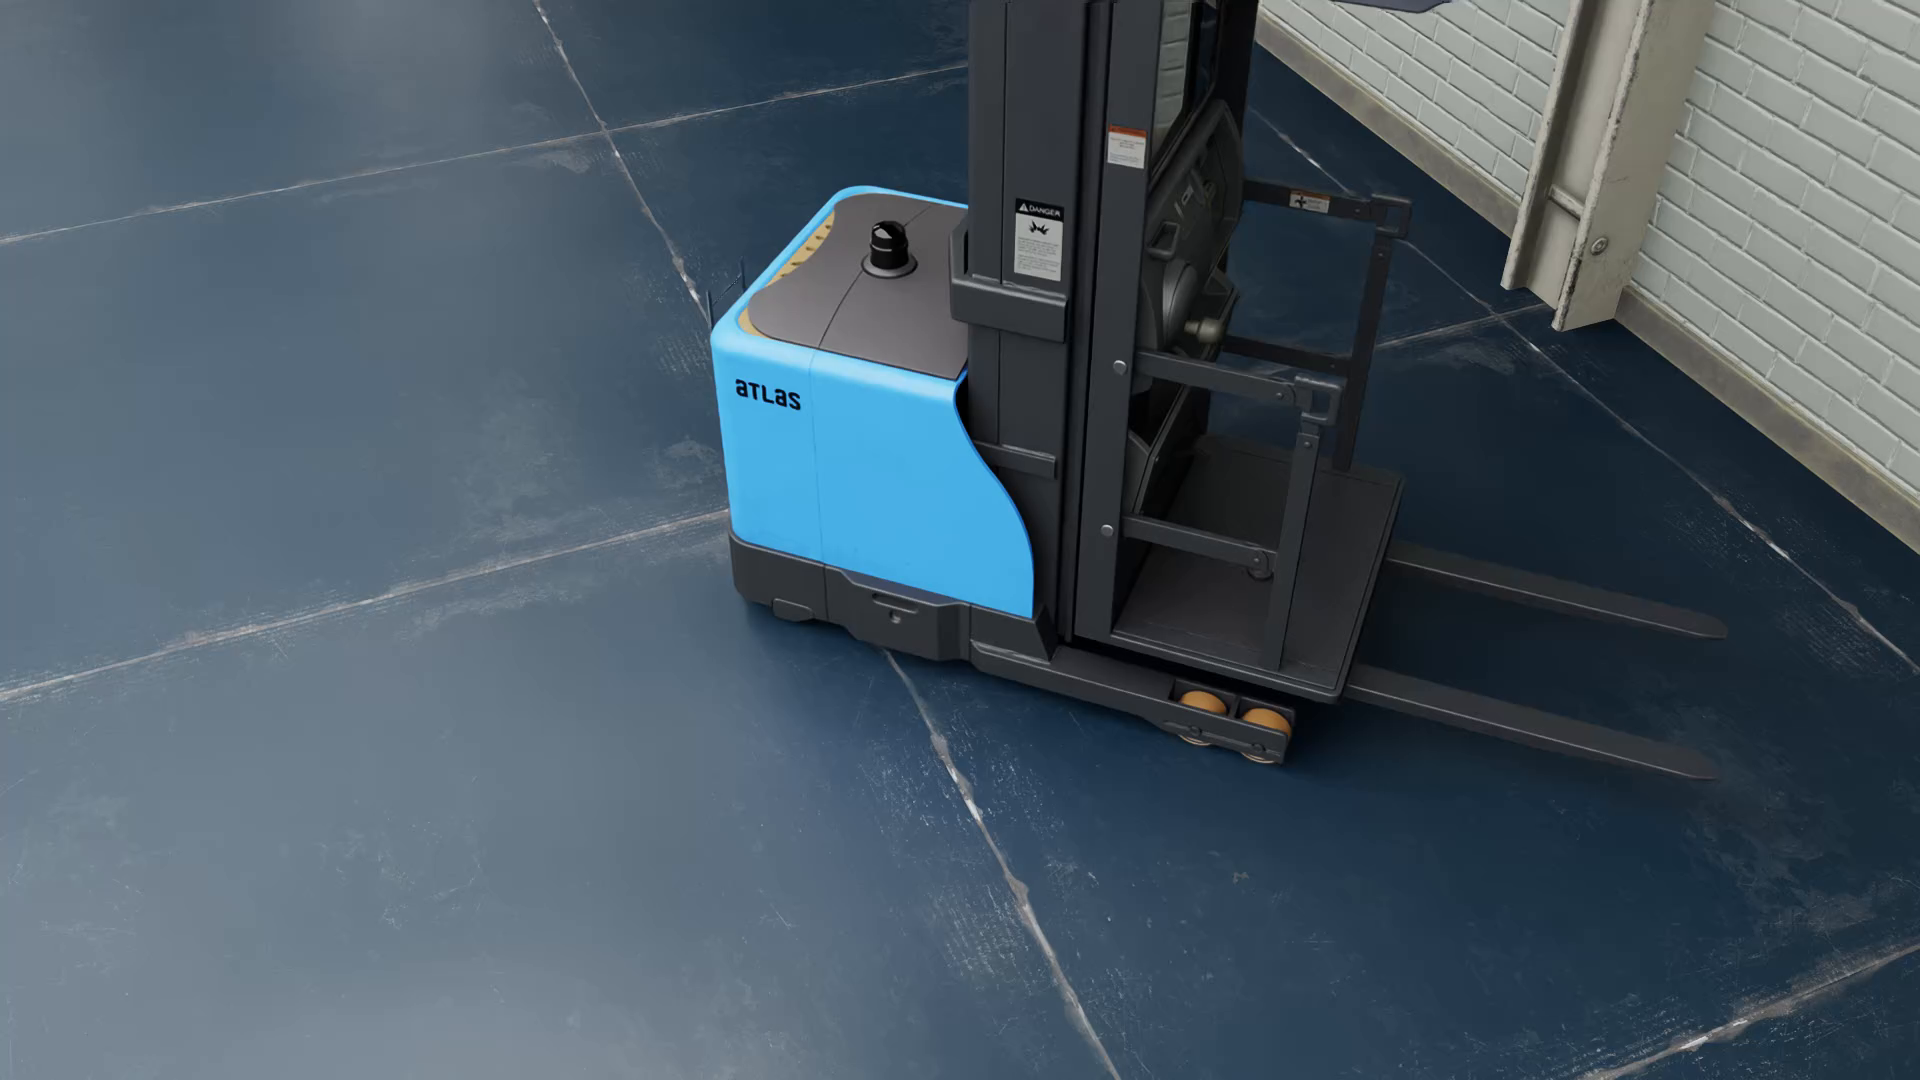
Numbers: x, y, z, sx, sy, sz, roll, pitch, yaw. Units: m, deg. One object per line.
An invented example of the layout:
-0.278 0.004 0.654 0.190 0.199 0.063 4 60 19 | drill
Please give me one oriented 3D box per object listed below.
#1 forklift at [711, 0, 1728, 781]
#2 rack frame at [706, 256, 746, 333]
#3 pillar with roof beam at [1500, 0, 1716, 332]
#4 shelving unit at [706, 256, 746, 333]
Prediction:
0.825 -0.839 4.478 3.031 2.935 1.130 14 43 16 | forklift
-0.759 -0.517 5.662 0.006 0.900 0.240 15 43 17 | rack frame
-1.487 -3.337 2.729 9.100 9.000 0.400 -15 43 -17 | pillar with roof beam
-0.665 -0.492 5.633 0.210 0.900 0.258 15 43 17 | shelving unit
